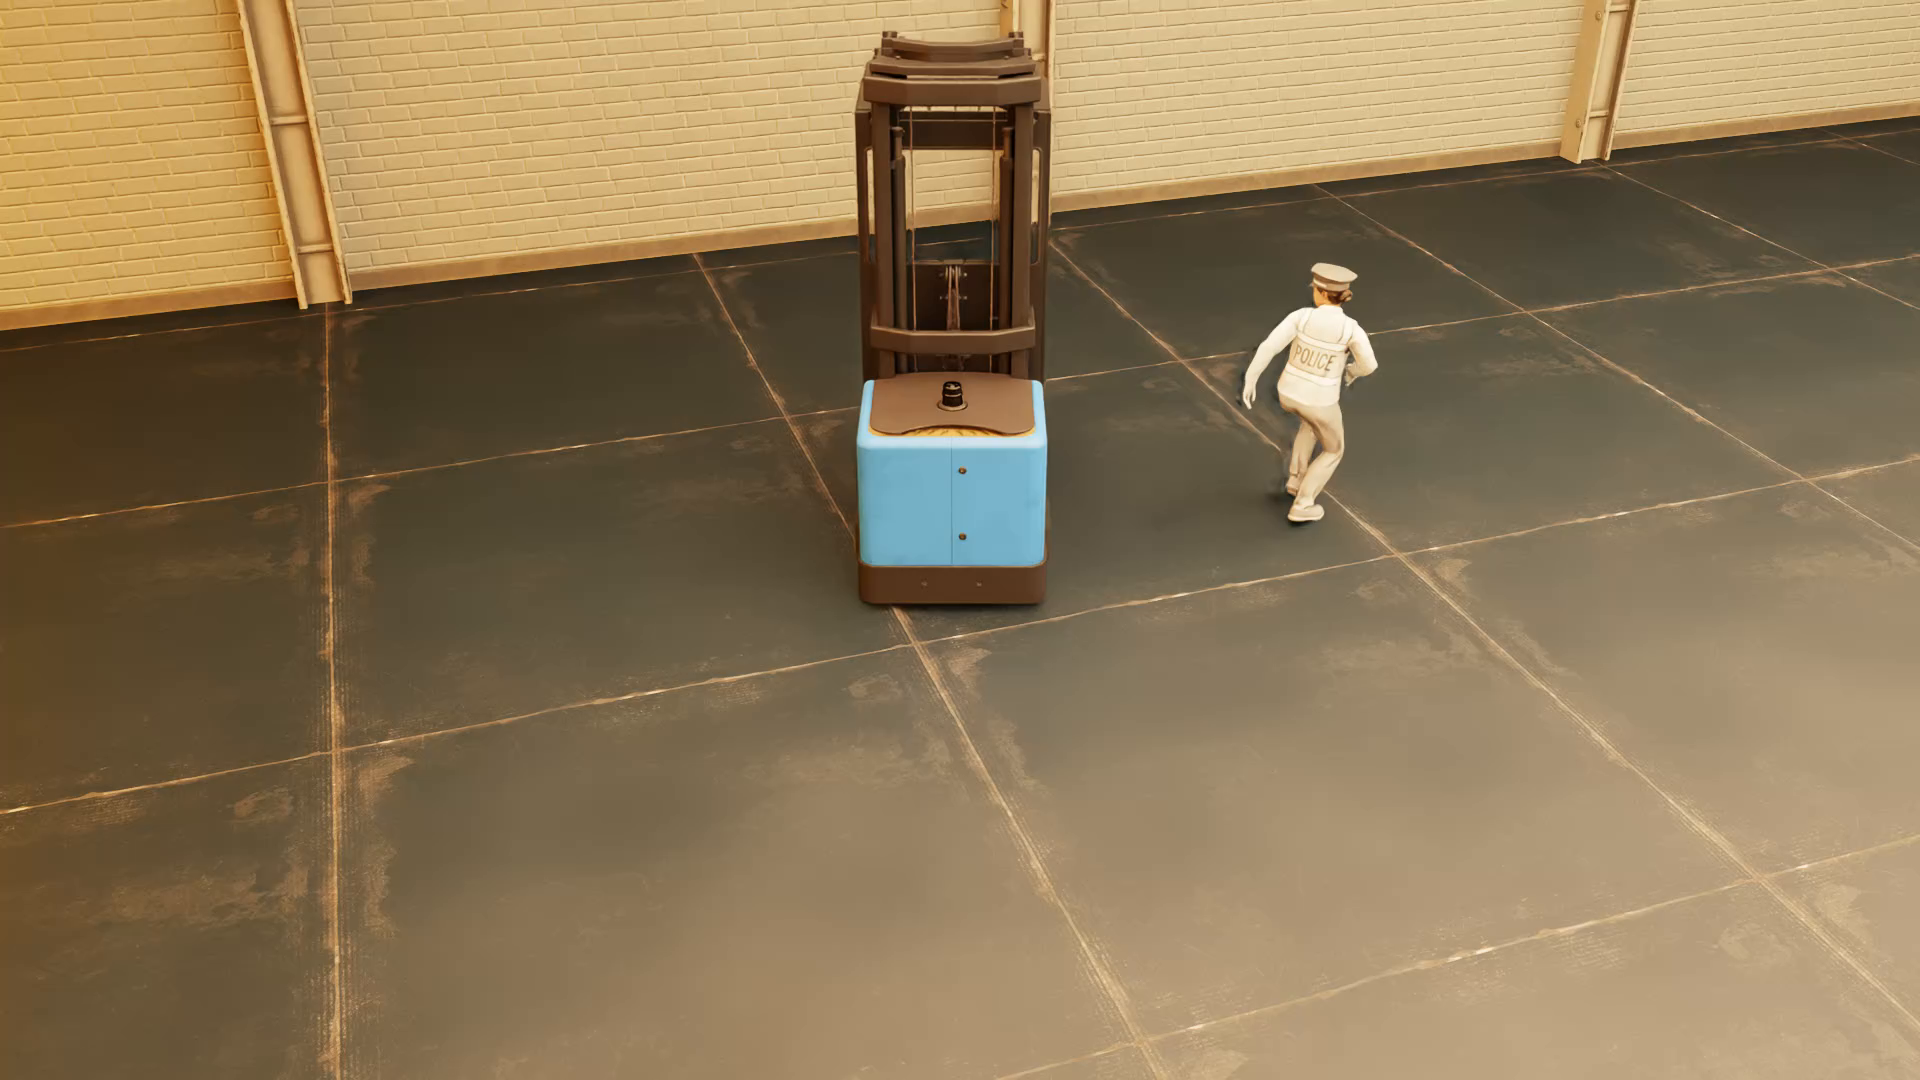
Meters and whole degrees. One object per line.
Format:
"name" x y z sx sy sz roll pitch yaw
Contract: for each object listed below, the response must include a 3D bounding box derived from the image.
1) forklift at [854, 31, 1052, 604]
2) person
"forklift" -0.037 -1.607 9.881 1.130 2.935 3.031 0 30 0
"person" 2.110 -0.846 9.941 0.613 1.646 0.710 23 37 35
